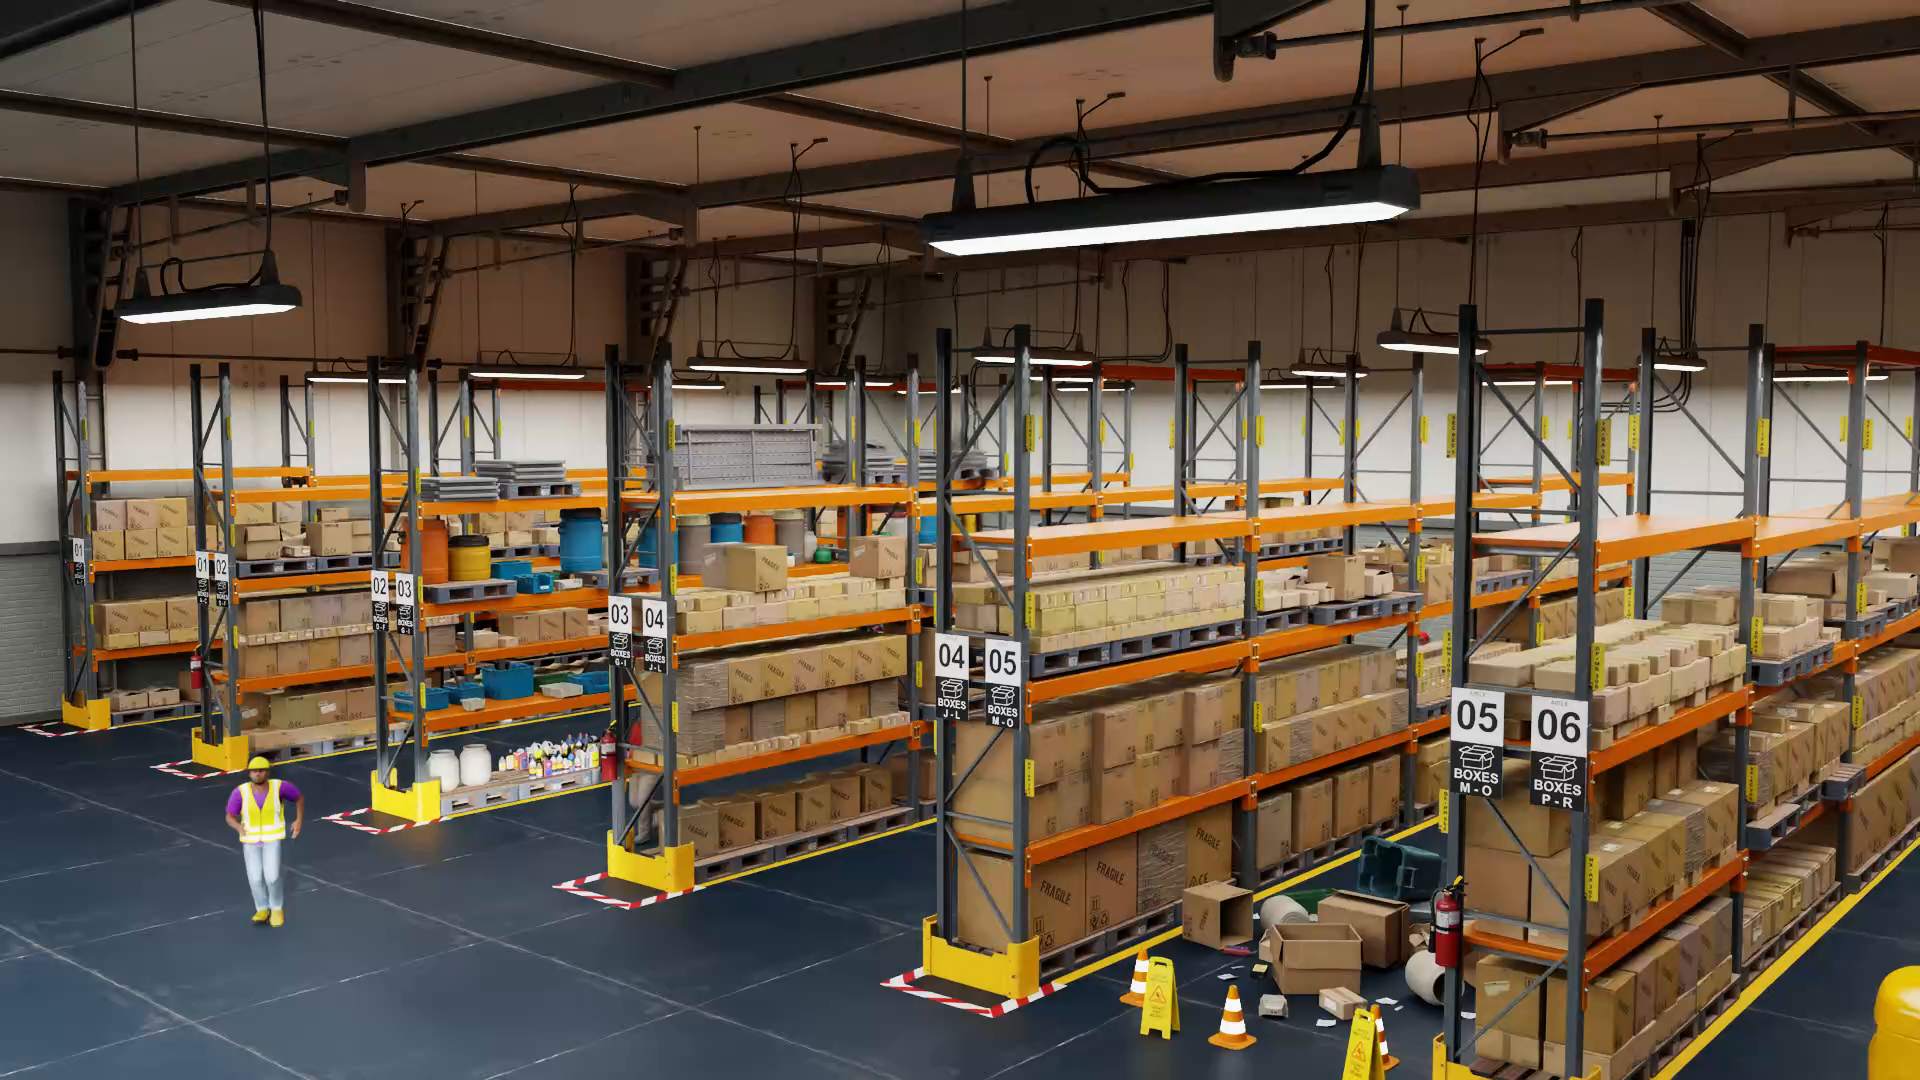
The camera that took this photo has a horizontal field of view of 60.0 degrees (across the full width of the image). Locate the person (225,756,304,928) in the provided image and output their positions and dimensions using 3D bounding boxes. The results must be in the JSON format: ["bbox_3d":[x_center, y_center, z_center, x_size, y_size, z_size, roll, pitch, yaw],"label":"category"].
[{"bbox_3d":[-7.069,3.082,16.897,0.724,1.789,0.693,-1,4,-15],"label":"person"}]

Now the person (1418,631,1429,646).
[{"bbox_3d":[7.374,2.341,26.563,0.670,1.781,0.998,3,5,39],"label":"person"}]

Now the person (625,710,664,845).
[{"bbox_3d":[-3.810,2.841,20.446,0.681,1.696,0.749,2,5,29],"label":"person"}]
